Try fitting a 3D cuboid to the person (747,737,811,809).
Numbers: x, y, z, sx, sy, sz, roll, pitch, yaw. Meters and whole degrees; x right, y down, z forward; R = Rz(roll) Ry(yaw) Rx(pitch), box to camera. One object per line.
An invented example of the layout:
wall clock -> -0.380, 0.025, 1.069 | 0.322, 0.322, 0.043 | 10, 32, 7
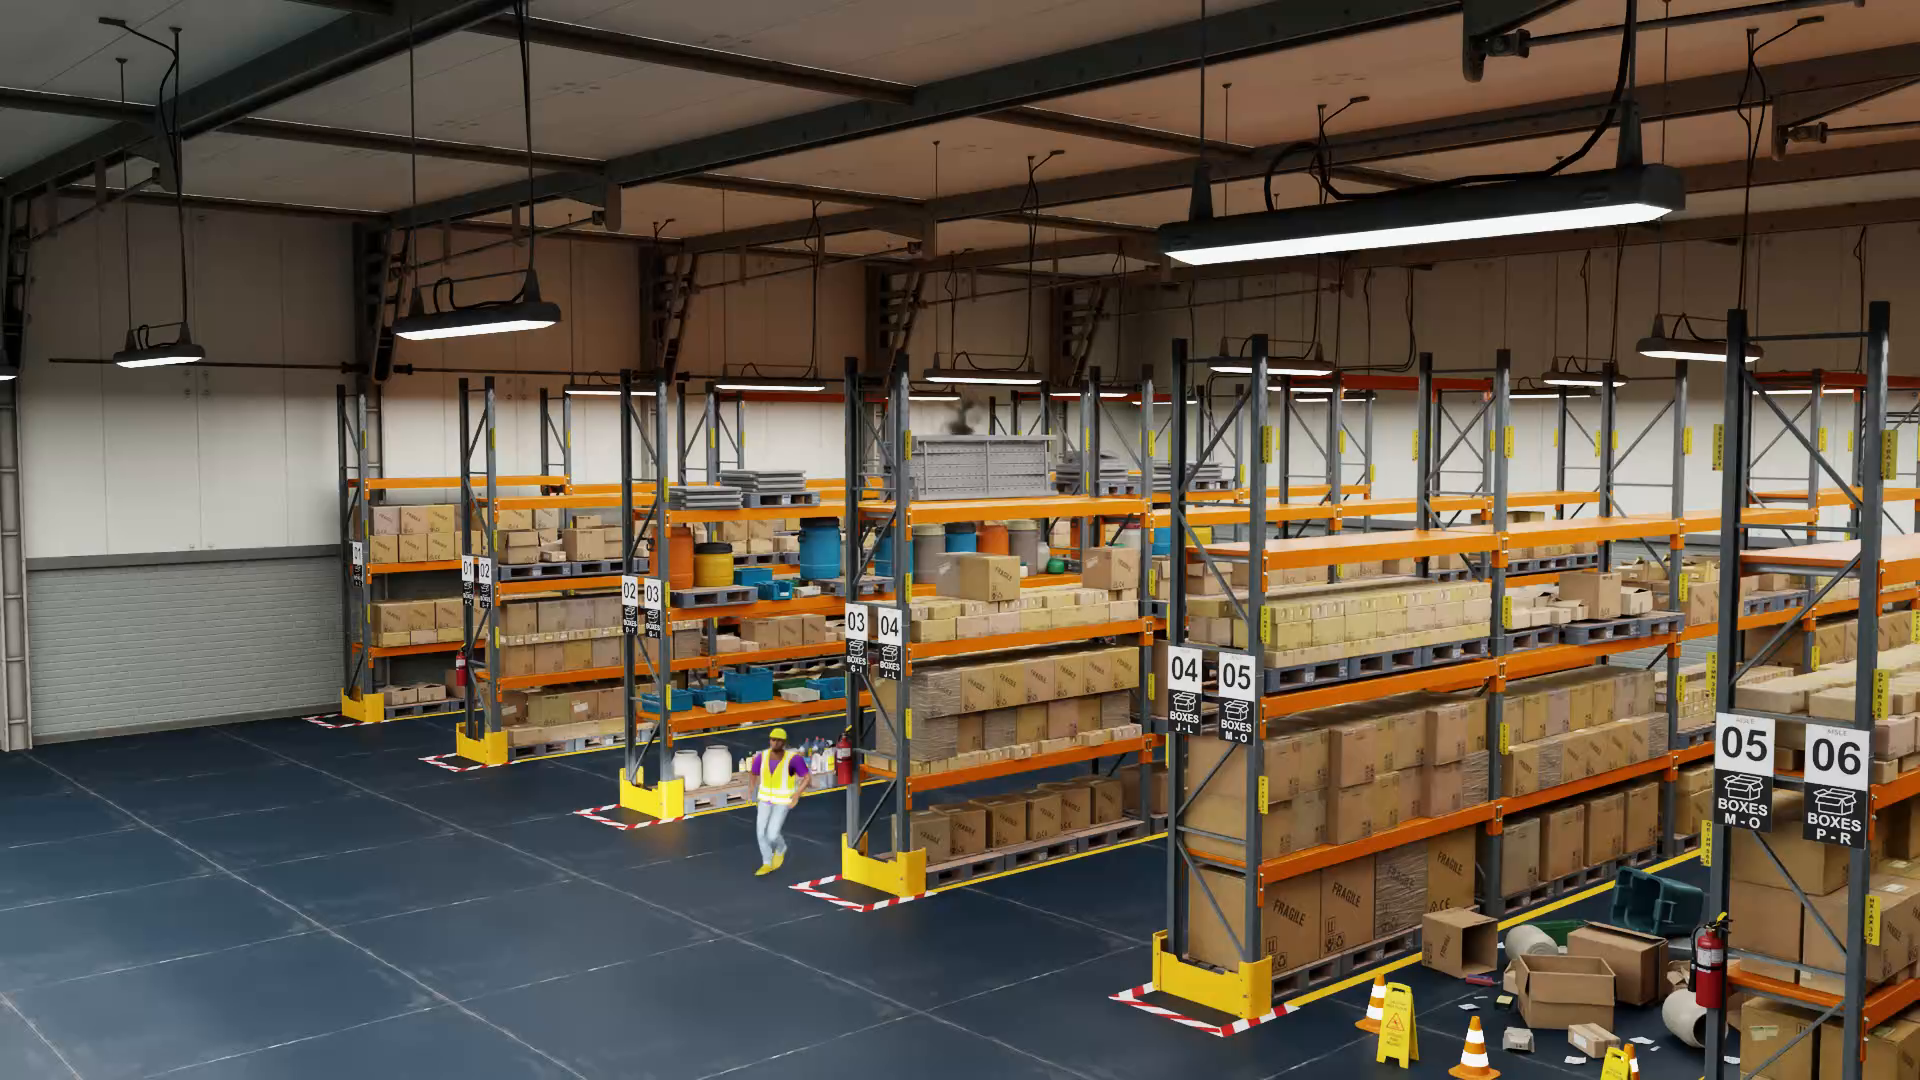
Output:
person -> 0.332, 2.399, 23.899 | 2.254, 0.806, 10.957 | 1, 4, 20
